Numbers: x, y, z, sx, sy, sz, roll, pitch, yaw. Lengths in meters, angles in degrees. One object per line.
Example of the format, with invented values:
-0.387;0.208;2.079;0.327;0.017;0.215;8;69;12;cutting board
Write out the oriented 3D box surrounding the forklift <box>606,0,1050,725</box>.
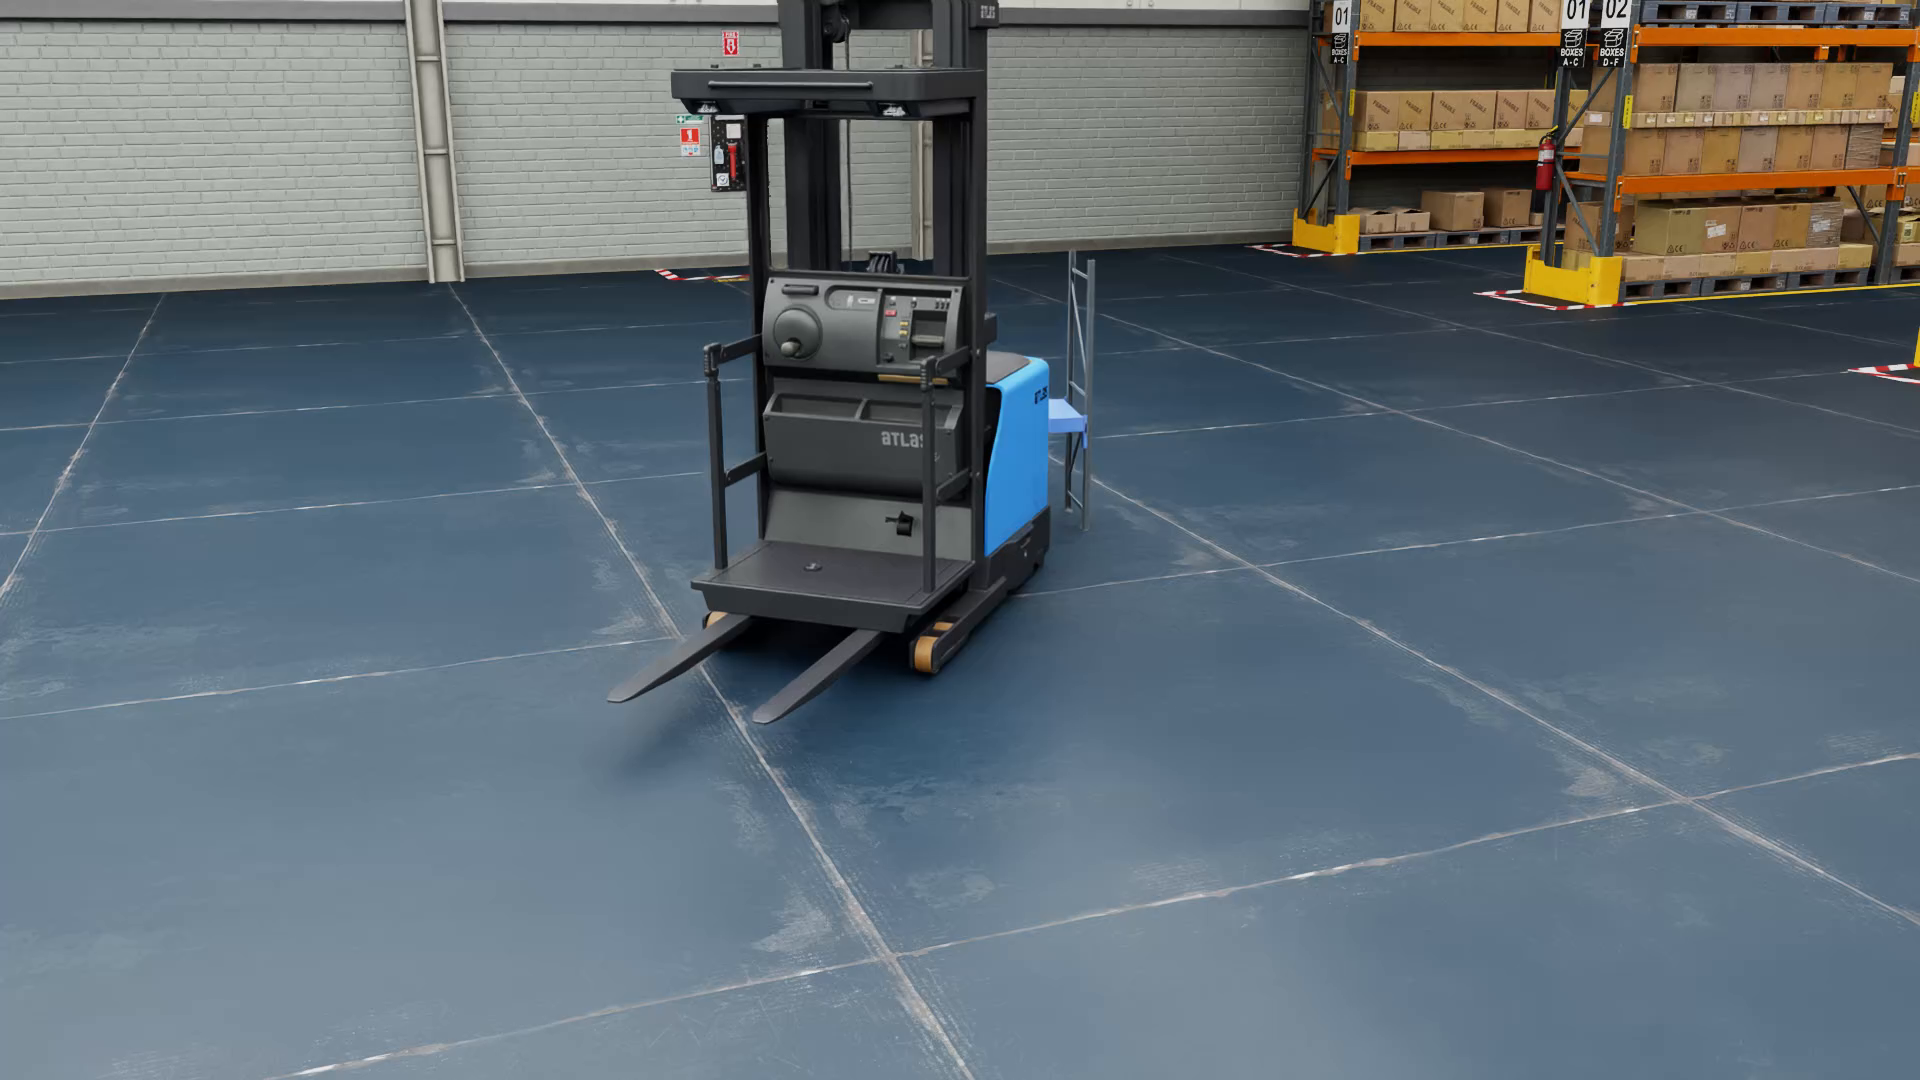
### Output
-0.507;-0.960;7.164;1.130;2.935;3.031;6;17;19;forklift

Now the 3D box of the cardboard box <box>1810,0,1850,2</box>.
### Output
9.350;-5.874;17.905;0.250;0.149;0.380;-6;17;-20;cardboard box

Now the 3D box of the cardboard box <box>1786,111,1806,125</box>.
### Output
9.015;-4.628;18.205;0.250;0.149;0.380;-6;17;-18;cardboard box

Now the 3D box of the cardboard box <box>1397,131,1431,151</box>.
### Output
5.916;-5.339;22.187;0.500;0.250;0.500;-7;18;-22;cardboard box

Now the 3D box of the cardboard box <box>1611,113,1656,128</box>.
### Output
7.087;-4.419;17.493;0.250;0.149;0.380;-6;18;-20;cardboard box

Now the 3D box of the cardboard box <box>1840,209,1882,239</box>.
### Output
10.654;-3.748;19.676;0.500;0.311;0.500;-6;17;-20;cardboard box

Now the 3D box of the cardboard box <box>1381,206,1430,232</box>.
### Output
6.078;-4.404;22.764;0.500;0.311;0.500;-5;17;-15;cardboard box

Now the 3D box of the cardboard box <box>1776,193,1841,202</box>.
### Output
9.833;-3.758;19.374;0.500;0.500;0.500;-6;17;-20;cardboard box

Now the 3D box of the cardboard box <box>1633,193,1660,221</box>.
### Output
9.748;-4.939;24.248;0.500;0.500;0.700;-7;18;-21;cardboard box

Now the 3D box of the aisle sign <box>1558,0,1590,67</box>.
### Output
6.477;-5.395;17.531;0.004;0.787;0.394;-6;17;-20;aisle sign

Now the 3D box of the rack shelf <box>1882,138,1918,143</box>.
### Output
14.205;-6.043;25.629;4.000;0.370;1.077;-6;17;-20;rack shelf

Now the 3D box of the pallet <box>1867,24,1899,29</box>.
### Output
13.963;-7.727;25.100;1.213;0.211;1.003;-5;17;-18;pallet

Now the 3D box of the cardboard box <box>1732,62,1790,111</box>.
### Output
8.560;-4.952;18.159;0.500;0.500;0.700;-6;17;-20;cardboard box

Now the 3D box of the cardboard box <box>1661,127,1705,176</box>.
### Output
7.572;-4.223;17.977;0.500;0.500;0.700;-6;17;-19;cardboard box

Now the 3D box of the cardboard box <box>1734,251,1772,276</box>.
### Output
8.625;-3.105;18.484;0.500;0.250;0.500;-6;17;-20;cardboard box

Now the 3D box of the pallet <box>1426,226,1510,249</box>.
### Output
6.847;-4.244;23.176;1.213;0.211;1.003;-6;17;-20;pallet

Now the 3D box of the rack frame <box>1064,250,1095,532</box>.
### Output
0.664;-0.836;9.284;0.032;1.500;0.500;-3;17;-9;rack frame

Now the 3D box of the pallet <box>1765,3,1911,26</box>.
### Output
9.591;-5.784;18.304;1.213;0.211;1.003;-6;17;-20;pallet

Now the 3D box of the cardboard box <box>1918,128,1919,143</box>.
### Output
11.593;-4.654;19.446;0.500;0.500;0.500;-5;17;-16;cardboard box

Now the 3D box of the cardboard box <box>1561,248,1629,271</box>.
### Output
7.038;-3.091;18.434;0.500;0.250;0.500;-6;17;-20;cardboard box

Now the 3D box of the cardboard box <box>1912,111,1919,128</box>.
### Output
14.322;-6.523;25.246;0.500;0.500;0.500;-6;17;-19;cardboard box

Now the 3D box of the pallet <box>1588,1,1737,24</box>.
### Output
7.313;-5.538;17.467;1.213;0.211;1.003;-6;17;-20;pallet

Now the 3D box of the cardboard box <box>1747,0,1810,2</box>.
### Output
8.795;-6.105;18.062;0.637;0.503;0.797;-4;17;-14;cardboard box

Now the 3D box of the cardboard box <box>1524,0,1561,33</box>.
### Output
7.742;-7.116;22.471;0.500;0.500;0.500;-8;18;-25;cardboard box

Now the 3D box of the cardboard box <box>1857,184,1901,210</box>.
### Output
13.891;-5.483;25.514;0.750;0.750;0.750;-6;17;-20;cardboard box

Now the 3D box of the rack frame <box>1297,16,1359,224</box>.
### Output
4.867;-5.380;22.094;0.127;3.000;1.000;-6;17;-20;rack frame

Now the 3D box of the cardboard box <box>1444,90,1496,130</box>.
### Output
6.848;-5.799;22.422;0.500;0.500;0.500;-6;17;-18;cardboard box

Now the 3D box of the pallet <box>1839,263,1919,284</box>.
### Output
11.052;-3.227;19.711;1.213;0.211;1.003;-6;17;-20;pallet

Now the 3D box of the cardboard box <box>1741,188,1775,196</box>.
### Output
11.684;-5.112;24.837;0.500;0.500;0.700;-6;17;-19;cardboard box

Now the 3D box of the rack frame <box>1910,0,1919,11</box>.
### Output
10.378;-7.358;18.185;0.127;3.000;1.000;-6;17;-20;rack frame

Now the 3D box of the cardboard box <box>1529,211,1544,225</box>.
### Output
8.113;-4.573;23.594;0.250;0.166;0.380;-9;18;-27;cardboard box

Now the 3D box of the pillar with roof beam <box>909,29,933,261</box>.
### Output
1.149;-6.819;16.347;0.400;9.000;9.100;-6;17;-20;pillar with roof beam

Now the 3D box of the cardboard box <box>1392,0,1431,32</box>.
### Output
5.783;-6.889;21.698;0.500;0.500;0.500;-5;17;-16;cardboard box

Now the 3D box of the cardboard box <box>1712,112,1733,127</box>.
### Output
8.050;-4.523;17.849;0.250;0.149;0.380;-7;18;-22;cardboard box

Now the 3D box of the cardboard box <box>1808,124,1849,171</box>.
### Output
9.476;-4.427;18.672;0.500;0.500;0.700;-6;18;-21;cardboard box

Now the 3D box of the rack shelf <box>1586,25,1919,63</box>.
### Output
8.511;-5.372;18.023;4.000;0.370;1.077;-6;17;-20;rack shelf

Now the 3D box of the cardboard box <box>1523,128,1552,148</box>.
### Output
7.800;-5.545;22.888;0.500;0.250;0.500;-6;17;-20;cardboard box

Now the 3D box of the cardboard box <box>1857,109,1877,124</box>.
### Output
9.969;-4.731;18.557;0.250;0.149;0.380;-7;18;-21;cardboard box

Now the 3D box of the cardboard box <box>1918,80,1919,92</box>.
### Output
14.295;-6.883;25.142;0.500;0.250;0.500;-7;18;-21;cardboard box

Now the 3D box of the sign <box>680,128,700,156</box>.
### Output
-3.266;-4.822;20.133;0.234;0.329;0.001;-6;17;-20;sign

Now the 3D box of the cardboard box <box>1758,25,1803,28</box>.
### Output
11.762;-7.449;23.939;0.500;0.311;0.500;-6;17;-20;cardboard box

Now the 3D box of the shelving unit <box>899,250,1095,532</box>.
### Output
0.162;-0.814;9.207;1.048;1.500;0.538;-3;17;-9;shelving unit

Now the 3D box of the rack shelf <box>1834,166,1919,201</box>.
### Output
12.246;-4.337;19.819;4.000;0.370;1.077;-6;17;-20;rack shelf

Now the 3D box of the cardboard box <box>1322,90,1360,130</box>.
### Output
5.231;-5.781;22.359;0.500;0.500;0.500;-6;18;-21;cardboard box

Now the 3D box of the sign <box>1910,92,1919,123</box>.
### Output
10.578;-4.788;18.401;0.005;0.325;0.100;-6;17;-20;sign

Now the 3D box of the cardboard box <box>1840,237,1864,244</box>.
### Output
10.662;-3.480;19.761;0.500;0.250;0.500;-6;18;-21;cardboard box

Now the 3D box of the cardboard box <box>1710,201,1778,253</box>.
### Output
8.625;-3.465;18.377;0.500;0.500;0.500;-6;17;-20;cardboard box

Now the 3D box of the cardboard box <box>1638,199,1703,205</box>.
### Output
7.966;-3.556;18.687;0.500;0.500;0.500;-6;17;-20;cardboard box
